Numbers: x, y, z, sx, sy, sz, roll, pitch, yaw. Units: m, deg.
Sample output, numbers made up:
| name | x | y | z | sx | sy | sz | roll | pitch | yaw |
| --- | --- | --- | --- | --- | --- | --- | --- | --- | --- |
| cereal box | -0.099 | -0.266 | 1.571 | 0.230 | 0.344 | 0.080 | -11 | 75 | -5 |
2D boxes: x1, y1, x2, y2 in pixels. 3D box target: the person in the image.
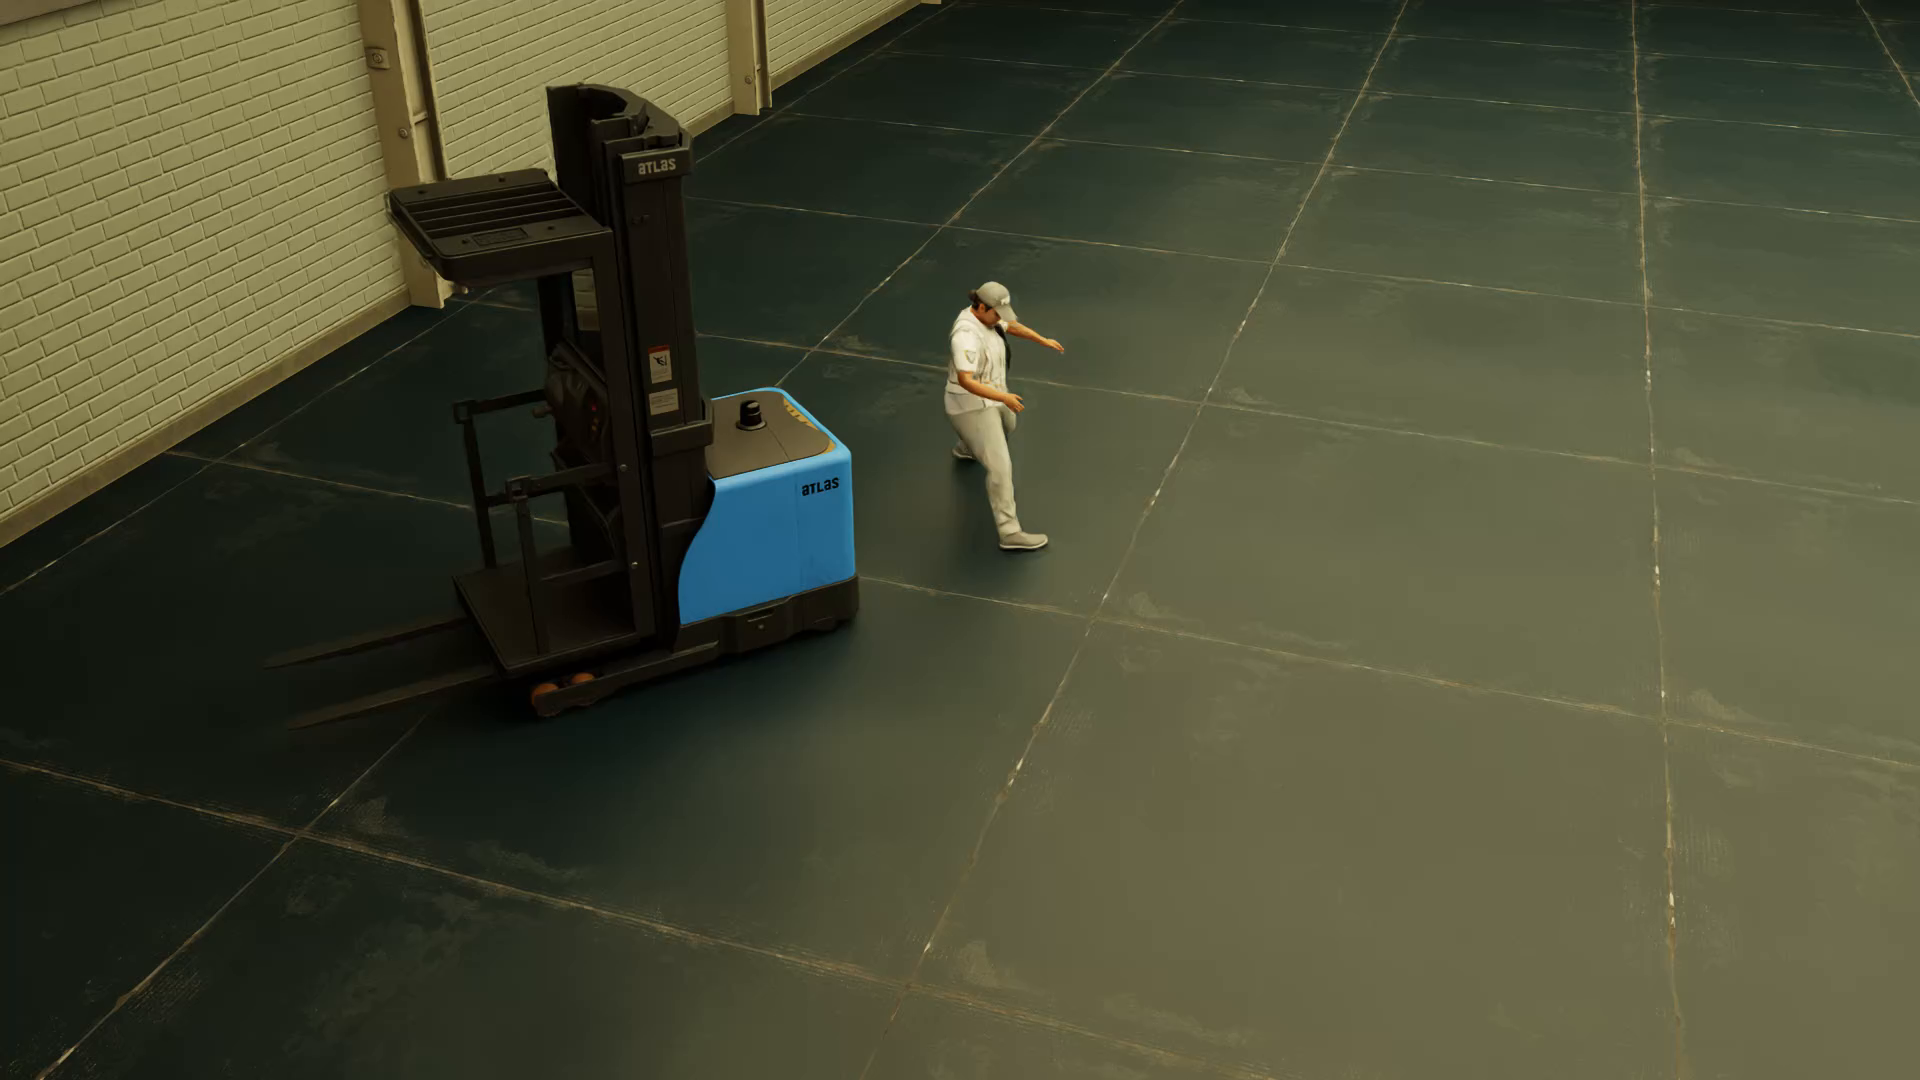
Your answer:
| name | x | y | z | sx | sy | sz | roll | pitch | yaw |
| --- | --- | --- | --- | --- | --- | --- | --- | --- | --- |
| person | 0.255 | -0.884 | 10.172 | 0.881 | 1.478 | 1.236 | 9 | 31 | 15 |

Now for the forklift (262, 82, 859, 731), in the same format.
| name | x | y | z | sx | sy | sz | roll | pitch | yaw |
| --- | --- | --- | --- | --- | --- | --- | --- | --- | --- |
| forklift | -2.102 | -0.669 | 8.311 | 3.031 | 2.935 | 1.130 | -15 | 33 | -25 |
